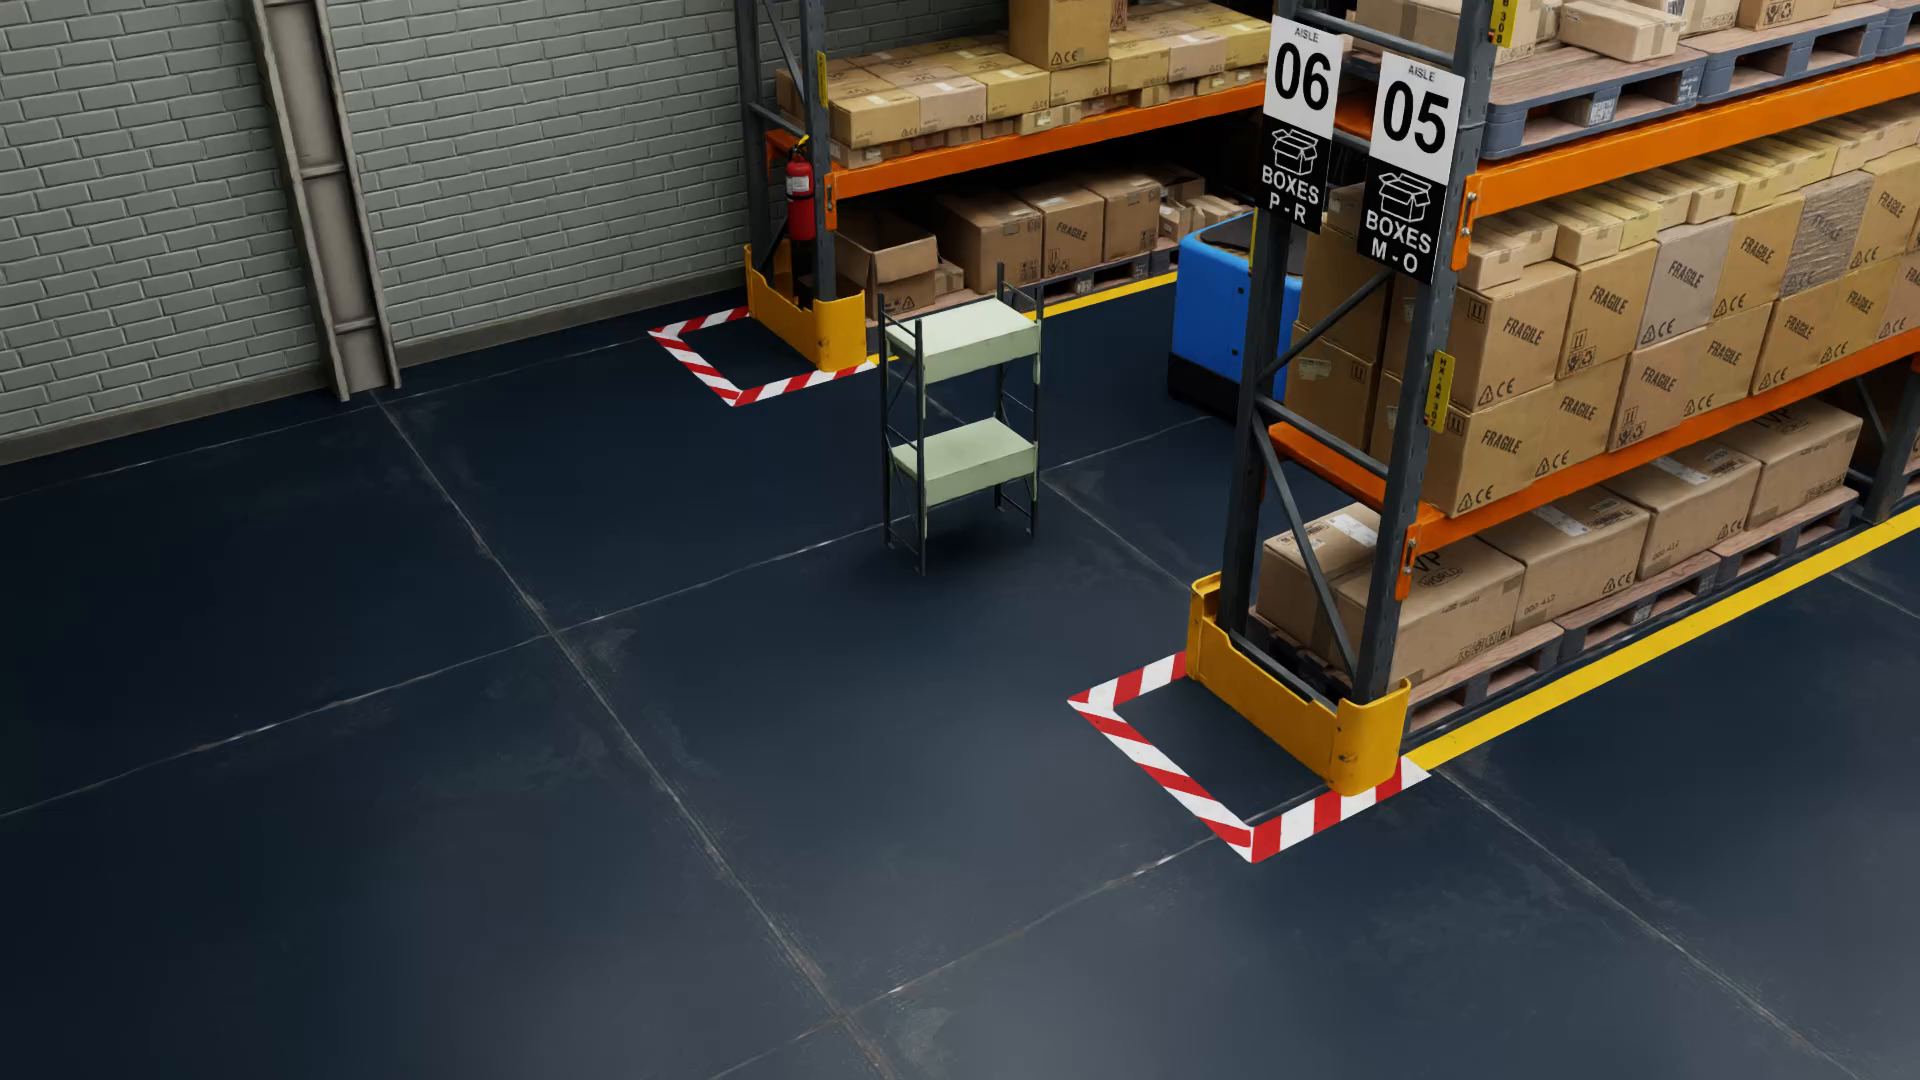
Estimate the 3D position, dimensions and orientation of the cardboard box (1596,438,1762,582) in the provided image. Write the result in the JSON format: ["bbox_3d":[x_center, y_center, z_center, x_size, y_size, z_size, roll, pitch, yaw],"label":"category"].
[{"bbox_3d":[3.591,-0.285,8.898,0.875,0.438,0.875,-20,37,-29],"label":"cardboard box"}]

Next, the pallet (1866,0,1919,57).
[{"bbox_3d":[4.236,-2.583,7.805,1.213,0.211,1.003,-19,37,-27],"label":"pallet"}]

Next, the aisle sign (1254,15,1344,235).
[{"bbox_3d":[1.339,-1.645,6.609,0.004,0.787,0.394,-19,37,-27],"label":"aisle sign"}]

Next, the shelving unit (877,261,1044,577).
[{"bbox_3d":[0.006,-0.636,8.853,0.755,1.500,0.431,-19,37,-27],"label":"shelving unit"}]

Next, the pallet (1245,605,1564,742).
[{"bbox_3d":[2.197,0.486,8.282,1.213,0.211,1.003,-19,37,-27],"label":"pallet"}]

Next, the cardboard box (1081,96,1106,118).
[{"bbox_3d":[0.799,-3.058,11.522,0.250,0.149,0.380,-19,37,-27],"label":"cardboard box"}]

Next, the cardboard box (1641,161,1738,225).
[{"bbox_3d":[3.114,-1.514,7.199,0.250,0.149,0.380,-19,37,-27],"label":"cardboard box"}]

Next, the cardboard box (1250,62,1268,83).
[{"bbox_3d":[2.105,-3.497,12.217,0.250,0.149,0.380,-18,37,-27],"label":"cardboard box"}]

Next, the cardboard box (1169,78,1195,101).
[{"bbox_3d":[1.458,-3.262,11.845,0.250,0.149,0.380,-18,36,-26],"label":"cardboard box"}]

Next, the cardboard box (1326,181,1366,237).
[{"bbox_3d":[1.760,-1.360,6.956,0.250,0.149,0.380,-18,37,-27],"label":"cardboard box"}]

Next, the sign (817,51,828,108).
[{"bbox_3d":[-0.831,-2.775,10.026,0.005,0.325,0.100,-19,37,-27],"label":"sign"}]

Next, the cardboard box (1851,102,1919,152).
[{"bbox_3d":[4.347,-1.996,7.964,0.250,0.149,0.380,-19,37,-27],"label":"cardboard box"}]

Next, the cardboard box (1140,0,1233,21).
[{"bbox_3d":[1.674,-3.849,12.401,0.500,0.250,0.500,-19,37,-28],"label":"cardboard box"}]

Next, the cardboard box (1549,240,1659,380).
[{"bbox_3d":[2.555,-1.056,7.081,0.500,0.500,0.500,-20,37,-29],"label":"cardboard box"}]

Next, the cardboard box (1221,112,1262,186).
[{"bbox_3d":[2.489,-3.203,13.466,0.500,0.500,0.500,-19,37,-27],"label":"cardboard box"}]

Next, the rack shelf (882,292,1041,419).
[{"bbox_3d":[0.006,-0.966,8.645,0.720,0.370,0.431,-19,37,-27],"label":"rack shelf"}]

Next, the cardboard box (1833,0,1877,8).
[{"bbox_3d":[3.813,-2.711,7.341,0.637,0.503,0.797,-16,36,-24],"label":"cardboard box"}]

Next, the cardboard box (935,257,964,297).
[{"bbox_3d":[-0.182,-1.863,11.671,0.250,0.149,0.380,-21,38,-29],"label":"cardboard box"}]

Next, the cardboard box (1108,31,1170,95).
[{"bbox_3d":[1.101,-3.324,11.570,0.500,0.250,0.500,-19,37,-28],"label":"cardboard box"}]

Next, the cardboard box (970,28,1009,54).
[{"bbox_3d":[0.410,-3.407,11.701,0.500,0.250,0.500,-19,37,-27],"label":"cardboard box"}]

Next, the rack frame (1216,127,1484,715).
[{"bbox_3d":[1.567,-0.427,7.116,0.127,3.000,1.000,-19,37,-27],"label":"rack frame"}]

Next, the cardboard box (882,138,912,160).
[{"bbox_3d":[-0.512,-2.612,10.815,0.250,0.149,0.380,-18,36,-26],"label":"cardboard box"}]

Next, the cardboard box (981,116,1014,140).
[{"bbox_3d":[0.156,-2.828,11.158,0.250,0.149,0.380,-18,37,-27],"label":"cardboard box"}]

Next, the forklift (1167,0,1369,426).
[{"bbox_3d":[2.781,-2.508,10.478,3.031,2.935,1.130,-25,40,-33],"label":"forklift"}]

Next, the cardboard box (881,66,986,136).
[{"bbox_3d":[-0.174,-2.870,10.851,0.500,0.250,0.500,-19,37,-27],"label":"cardboard box"}]

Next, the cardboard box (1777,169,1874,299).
[{"bbox_3d":[3.829,-1.494,7.776,0.500,0.500,0.500,-18,37,-27],"label":"cardboard box"}]

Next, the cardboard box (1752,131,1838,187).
[{"bbox_3d":[3.734,-1.750,7.574,0.250,0.149,0.380,-20,37,-28],"label":"cardboard box"}]

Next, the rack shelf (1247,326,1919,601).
[{"bbox_3d":[3.248,-0.701,8.224,4.000,0.370,1.077,-19,37,-27],"label":"rack shelf"}]

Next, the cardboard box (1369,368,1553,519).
[{"bbox_3d":[2.126,-0.479,7.105,0.500,0.500,0.500,-19,37,-28],"label":"cardboard box"}]

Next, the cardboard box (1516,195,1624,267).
[{"bbox_3d":[2.478,-1.277,6.823,0.250,0.149,0.380,-18,36,-26],"label":"cardboard box"}]

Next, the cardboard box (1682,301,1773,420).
[{"bbox_3d":[3.385,-0.929,7.818,0.500,0.500,0.500,-18,36,-26],"label":"cardboard box"}]

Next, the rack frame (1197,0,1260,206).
[{"bbox_3d":[2.237,-3.808,12.476,0.127,3.000,1.000,-19,37,-27],"label":"rack frame"}]

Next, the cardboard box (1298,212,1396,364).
[{"bbox_3d":[1.843,-1.138,7.212,0.500,0.500,0.500,-18,36,-26],"label":"cardboard box"}]

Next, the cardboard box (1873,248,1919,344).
[{"bbox_3d":[4.678,-1.377,8.528,0.500,0.500,0.500,-19,37,-27],"label":"cardboard box"}]

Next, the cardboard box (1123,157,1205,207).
[{"bbox_3d":[1.553,-2.764,12.946,0.500,0.311,0.500,-18,36,-26],"label":"cardboard box"}]

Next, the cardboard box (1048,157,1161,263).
[{"bbox_3d":[1.052,-2.436,12.250,0.500,0.500,0.700,-20,38,-29],"label":"cardboard box"}]

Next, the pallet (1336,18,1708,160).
[{"bbox_3d":[2.185,-1.877,6.686,1.213,0.211,1.003,-19,37,-27],"label":"pallet"}]

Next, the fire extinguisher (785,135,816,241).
[{"bbox_3d":[-0.999,-2.212,10.367,0.183,0.674,0.296,-19,37,-27],"label":"fire extinguisher"}]

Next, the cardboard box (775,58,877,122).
[{"bbox_3d":[-0.883,-2.966,11.003,0.500,0.250,0.500,-18,36,-26],"label":"cardboard box"}]

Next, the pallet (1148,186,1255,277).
[{"bbox_3d":[1.659,-2.431,12.906,1.213,0.211,1.003,-19,37,-27],"label":"pallet"}]

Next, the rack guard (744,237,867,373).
[{"bbox_3d":[-1.062,-1.617,11.344,0.348,0.500,1.175,-19,37,-27],"label":"rack guard"}]

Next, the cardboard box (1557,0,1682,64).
[{"bbox_3d":[2.606,-2.021,6.579,0.250,0.149,0.380,-18,36,-26],"label":"cardboard box"}]
